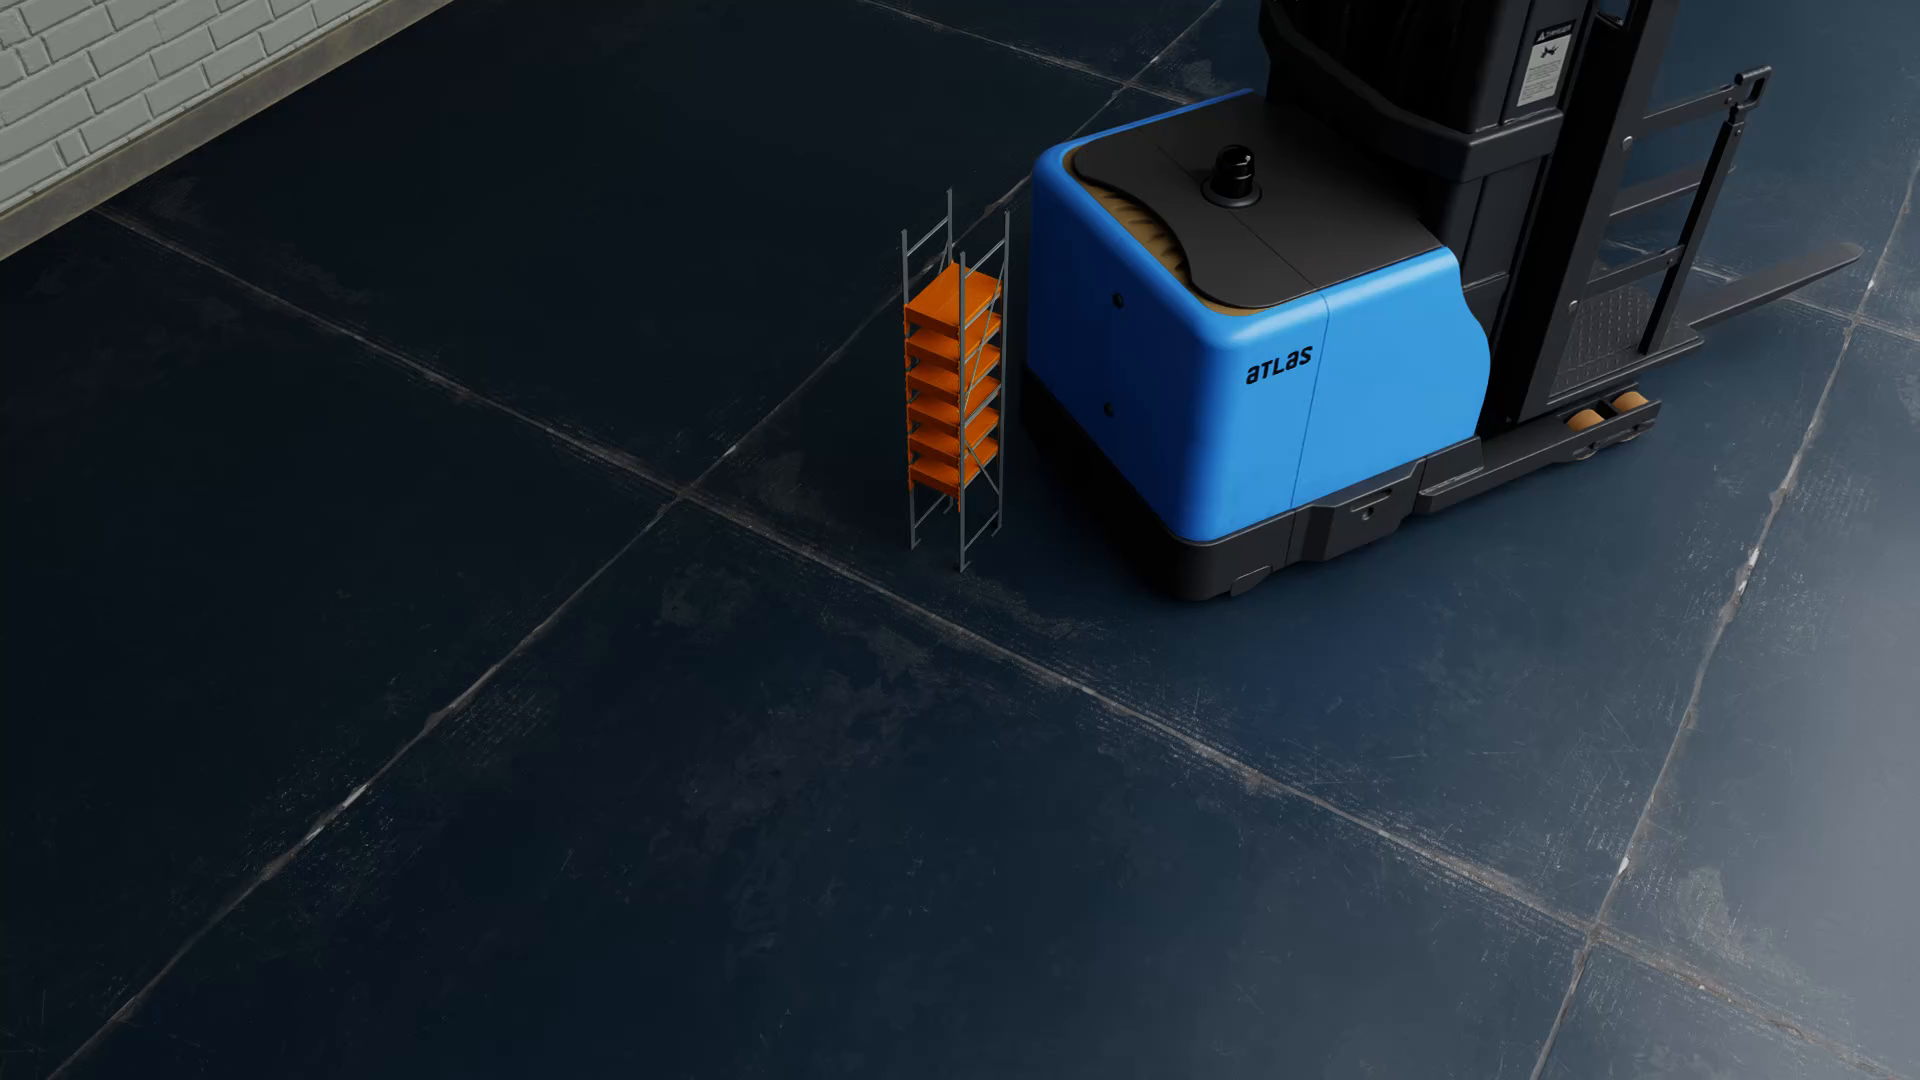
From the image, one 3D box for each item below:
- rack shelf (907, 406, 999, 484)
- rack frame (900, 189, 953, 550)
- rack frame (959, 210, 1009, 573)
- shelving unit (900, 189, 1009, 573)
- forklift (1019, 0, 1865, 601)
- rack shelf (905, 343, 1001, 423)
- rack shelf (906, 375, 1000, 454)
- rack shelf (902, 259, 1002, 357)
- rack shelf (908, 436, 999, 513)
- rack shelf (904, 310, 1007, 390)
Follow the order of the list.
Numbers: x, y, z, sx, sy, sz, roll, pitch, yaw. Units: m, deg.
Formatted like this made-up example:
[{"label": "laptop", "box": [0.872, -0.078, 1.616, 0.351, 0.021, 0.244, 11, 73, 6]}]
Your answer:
[{"label": "rack shelf", "box": [-0.012, -0.309, 4.943, 0.180, 0.103, 0.258, 25, 51, 22]}, {"label": "rack frame", "box": [-0.089, -0.459, 4.860, 0.006, 1.200, 0.240, 25, 51, 22]}, {"label": "rack frame", "box": [0.065, -0.388, 4.791, 0.006, 1.200, 0.240, 25, 51, 22]}, {"label": "shelving unit", "box": [-0.012, -0.424, 4.825, 0.189, 1.200, 0.258, 25, 51, 22]}, {"label": "forklift", "box": [1.744, -1.602, 4.763, 3.031, 2.935, 1.130, -21, 49, -19]}, {"label": "rack shelf", "box": [-0.012, -0.476, 4.771, 0.180, 0.103, 0.258, 25, 51, 22]}, {"label": "rack shelf", "box": [-0.012, -0.393, 4.857, 0.180, 0.103, 0.258, 25, 51, 22]}, {"label": "rack shelf", "box": [-0.012, -0.644, 4.599, 0.180, 0.103, 0.258, 25, 51, 22]}, {"label": "rack shelf", "box": [-0.012, -0.226, 5.029, 0.180, 0.103, 0.258, 25, 51, 22]}, {"label": "rack shelf", "box": [-0.012, -0.560, 4.685, 0.180, 0.103, 0.258, 25, 51, 22]}]
